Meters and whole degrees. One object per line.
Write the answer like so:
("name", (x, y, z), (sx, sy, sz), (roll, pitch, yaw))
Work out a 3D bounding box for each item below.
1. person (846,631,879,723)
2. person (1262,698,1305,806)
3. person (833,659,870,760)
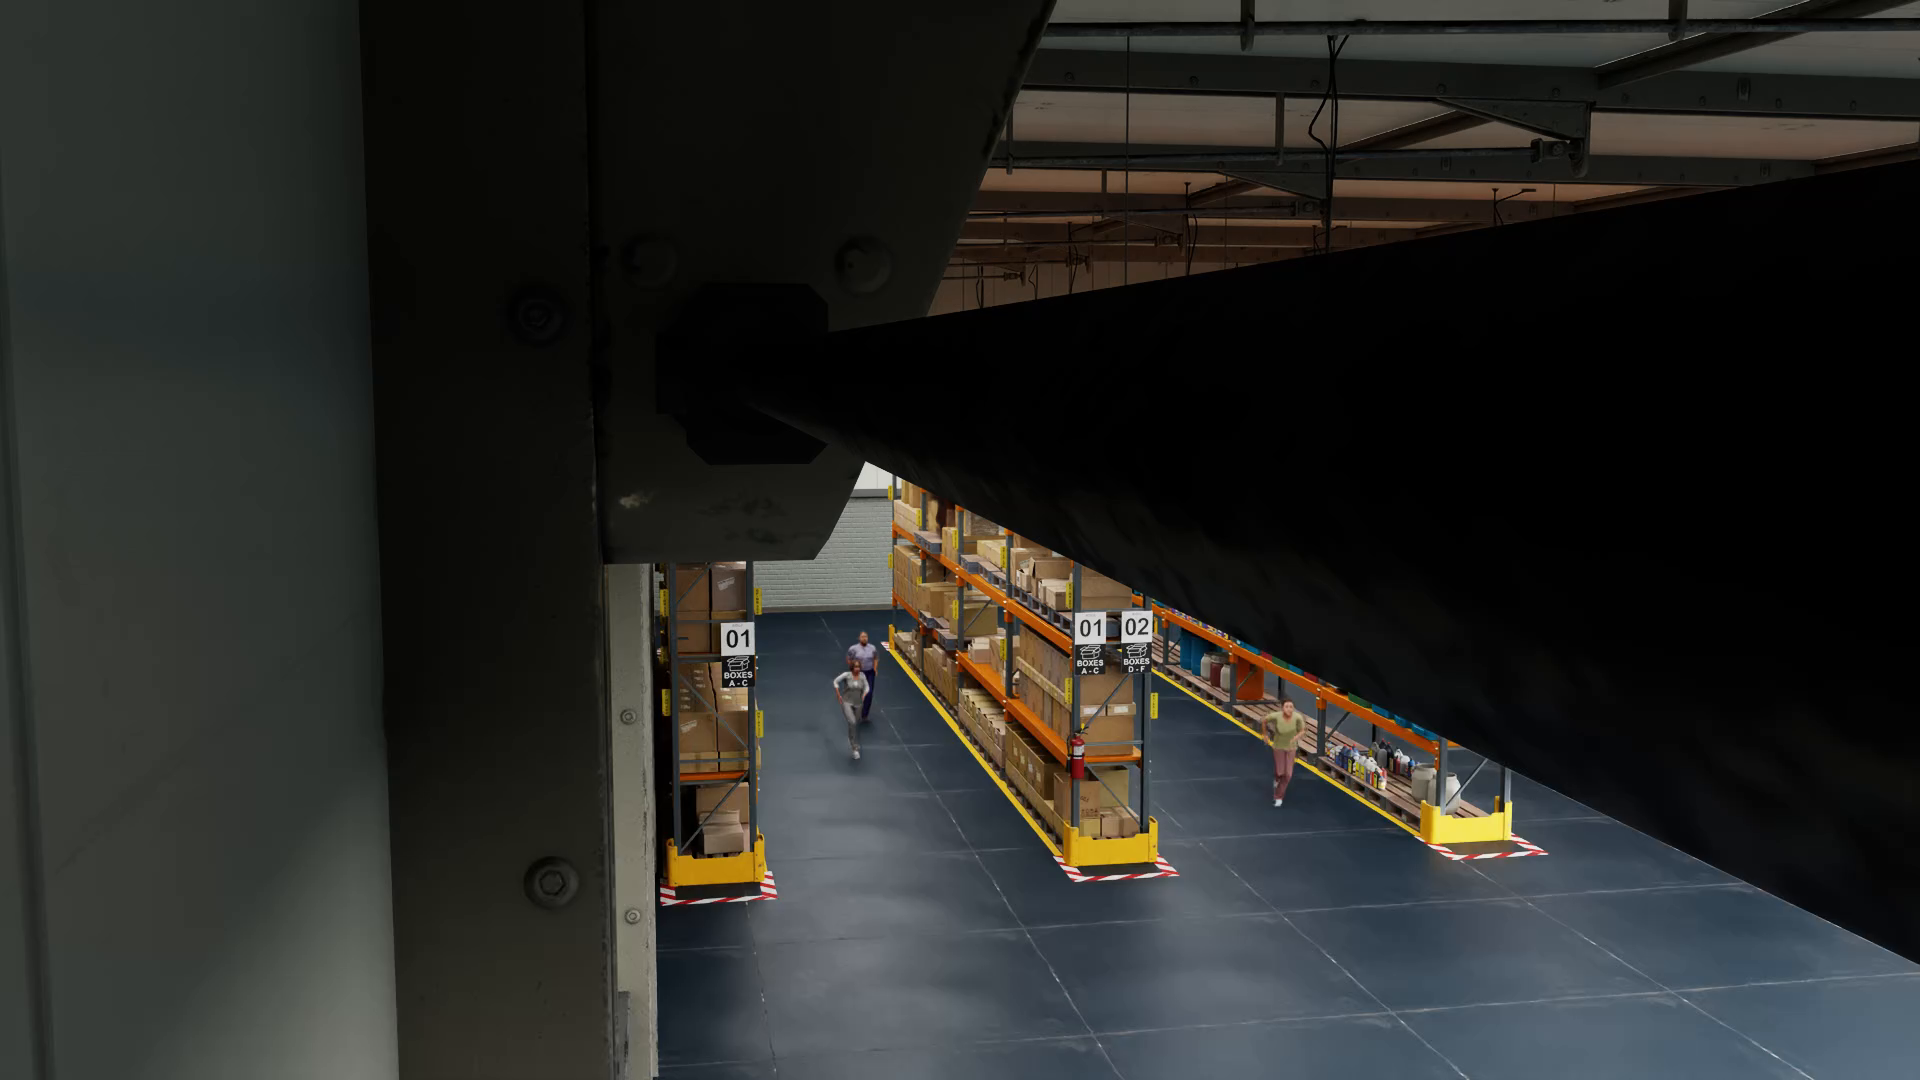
("person", (-1.703, 2.477, 29.212), (0.595, 1.412, 0.561), (-2, 6, -15))
("person", (4.605, 3.001, 23.631), (0.570, 1.593, 0.669), (0, 6, -2))
("person", (-1.733, 2.666, 26.697), (0.566, 1.587, 0.841), (-2, 7, -20))
